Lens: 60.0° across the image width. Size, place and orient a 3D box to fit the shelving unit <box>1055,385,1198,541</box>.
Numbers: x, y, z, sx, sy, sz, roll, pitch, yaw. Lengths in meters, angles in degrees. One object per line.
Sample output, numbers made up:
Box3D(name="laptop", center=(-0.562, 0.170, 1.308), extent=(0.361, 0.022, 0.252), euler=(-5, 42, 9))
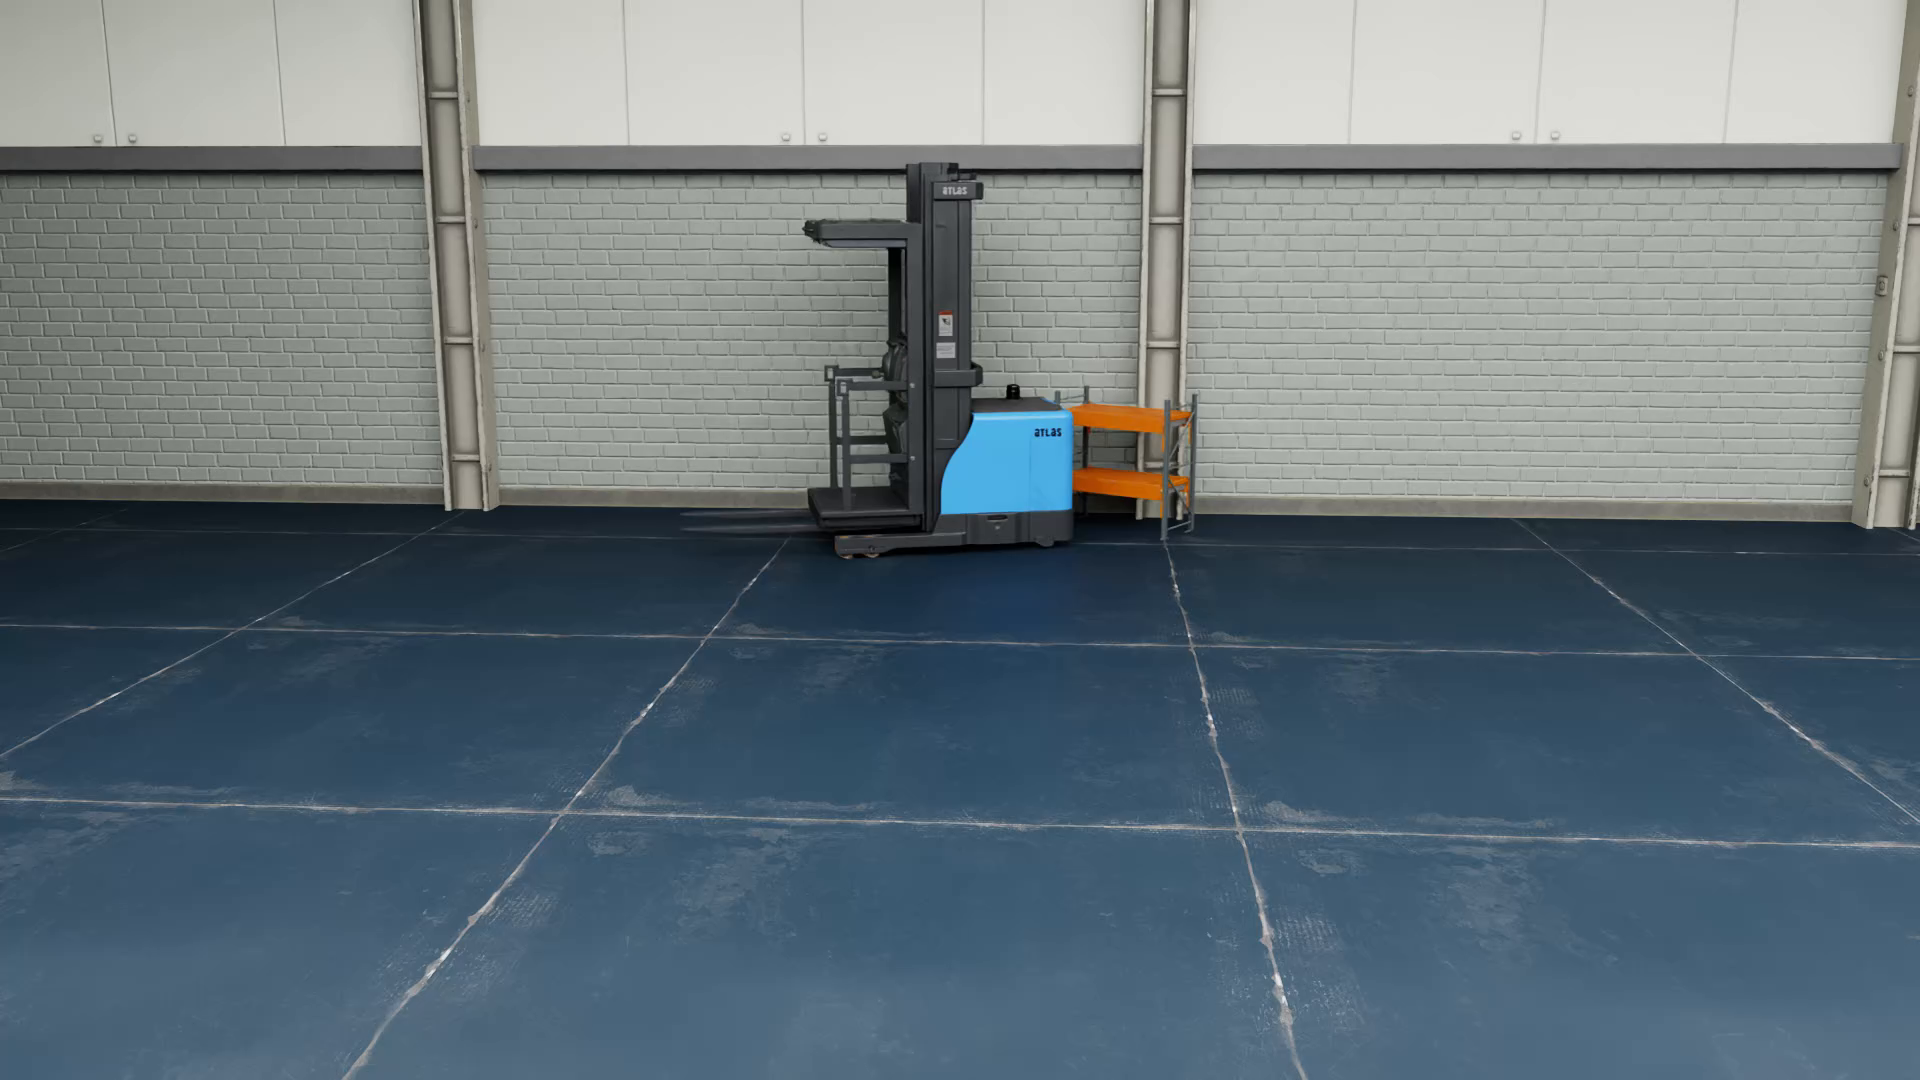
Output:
Box3D(name="shelving unit", center=(1.346, -0.649, 13.623), extent=(1.048, 1.125, 0.538), euler=(8, 14, 35))

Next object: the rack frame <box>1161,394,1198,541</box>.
Box3D(name="rack frame", center=(1.761, -0.589, 13.335), extent=(0.032, 1.125, 0.500), euler=(8, 14, 35))

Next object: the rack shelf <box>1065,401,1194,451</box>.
Box3D(name="rack shelf", center=(1.346, -0.935, 13.563), extent=(1.000, 0.278, 0.538), euler=(8, 14, 35))

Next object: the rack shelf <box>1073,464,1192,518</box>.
Box3D(name="rack shelf", center=(1.346, -0.410, 13.673), extent=(1.000, 0.278, 0.538), euler=(8, 14, 35))

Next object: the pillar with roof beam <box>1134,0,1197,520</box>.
Box3D(name="pillar with roof beam", center=(1.410, -3.731, 9.125), extent=(0.400, 9.000, 9.100), euler=(1, 12, 4))

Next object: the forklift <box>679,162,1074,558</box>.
Box3D(name="forklift", center=(-0.679, -1.413, 12.866), extent=(3.031, 2.935, 1.130), euler=(-2, 12, -10))

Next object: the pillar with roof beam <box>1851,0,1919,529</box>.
Box3D(name="pillar with roof beam", center=(7.397, -3.649, 8.732), extent=(0.400, 9.000, 9.100), euler=(1, 12, 4))

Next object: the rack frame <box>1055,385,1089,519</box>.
Box3D(name="rack frame", center=(0.932, -0.709, 13.912), extent=(0.032, 1.125, 0.500), euler=(8, 14, 35))

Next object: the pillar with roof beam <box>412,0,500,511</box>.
Box3D(name="pillar with roof beam", center=(-4.577, -3.813, 9.517), extent=(0.400, 9.000, 9.100), euler=(1, 12, 4))
